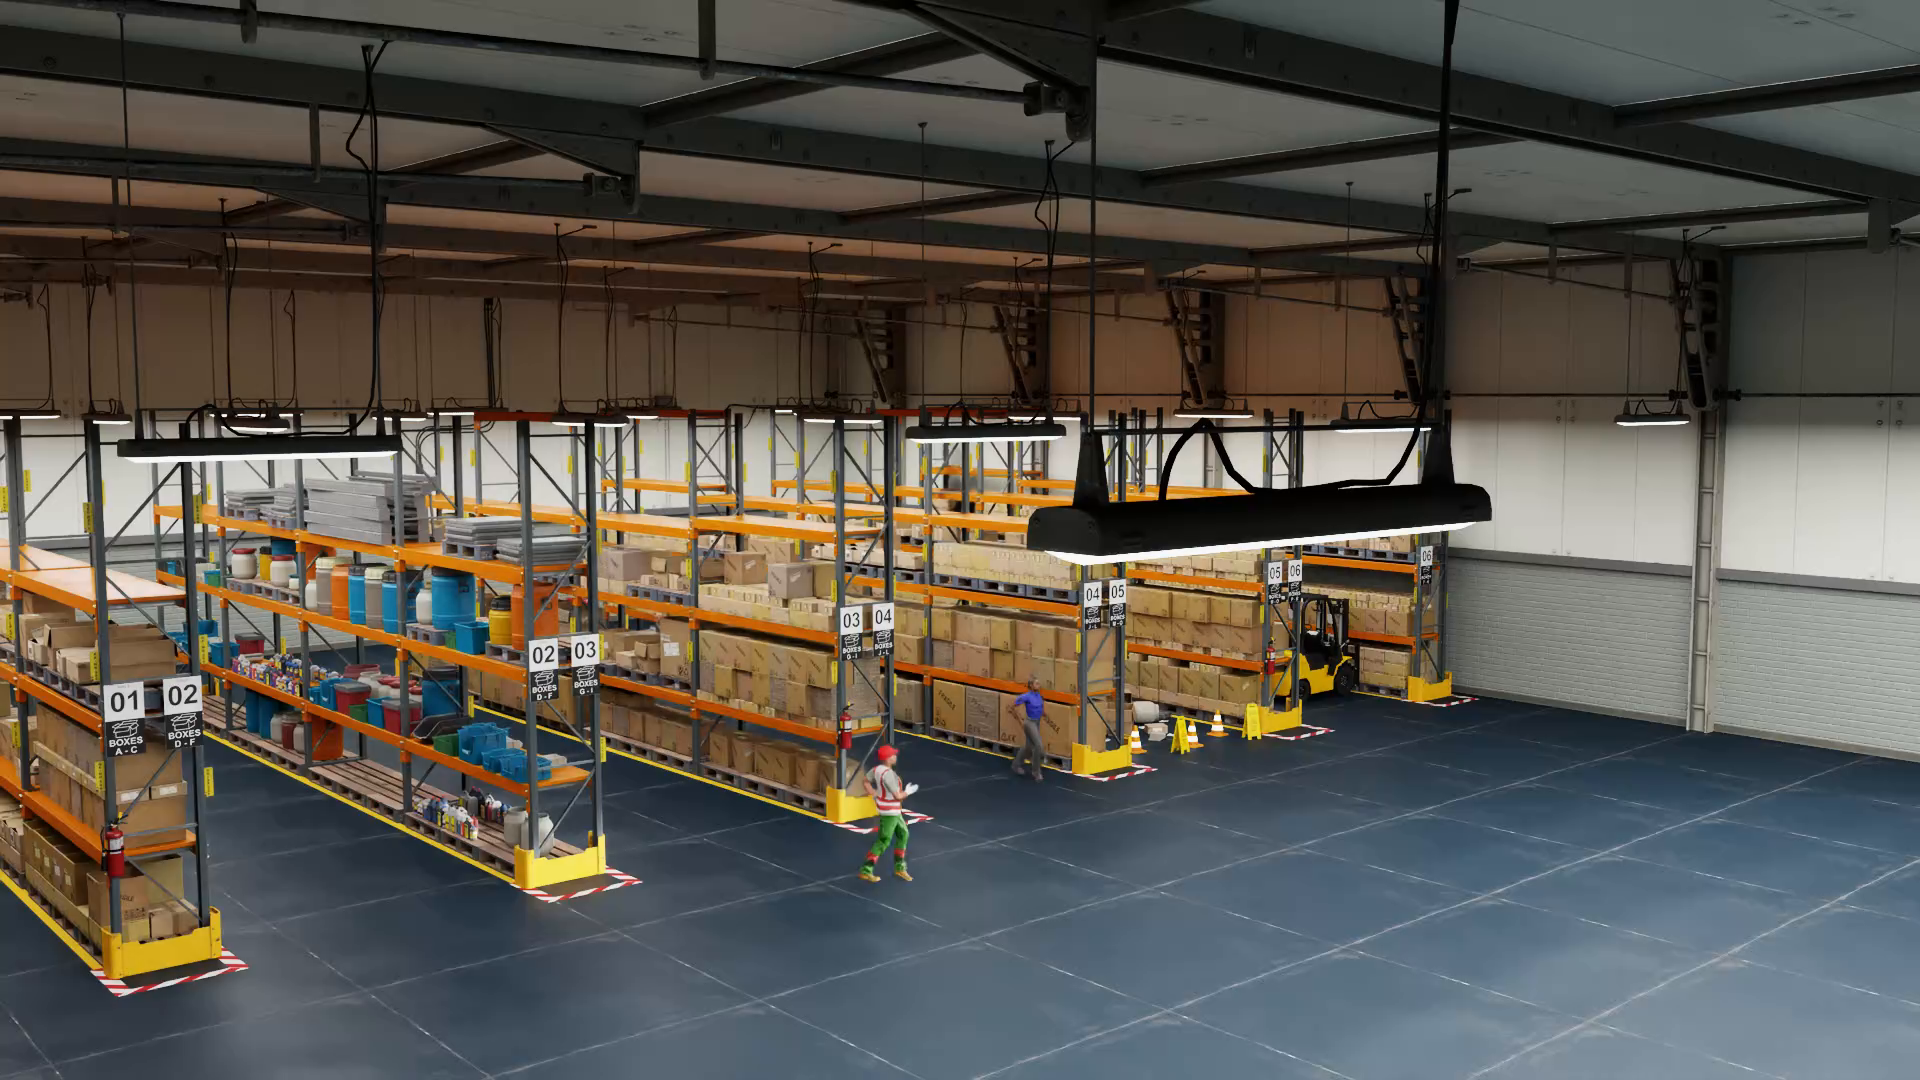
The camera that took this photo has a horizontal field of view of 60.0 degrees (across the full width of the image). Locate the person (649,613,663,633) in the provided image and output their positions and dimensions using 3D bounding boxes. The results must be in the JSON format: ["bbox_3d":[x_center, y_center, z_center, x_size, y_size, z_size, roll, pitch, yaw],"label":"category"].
[{"bbox_3d":[-6.391,2.389,35.417,0.733,1.694,0.661,4,7,41],"label":"person"}]

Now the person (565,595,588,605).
[{"bbox_3d":[-9.295,1.986,40.007,0.725,1.674,0.585,1,5,7],"label":"person"}]

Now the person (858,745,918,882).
[{"bbox_3d":[-0.937,3.550,21.430,0.799,1.845,0.648,-1,5,-13],"label":"person"}]

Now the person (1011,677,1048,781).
[{"bbox_3d":[1.159,3.121,27.466,0.677,1.729,0.567,3,6,30],"label":"person"}]
